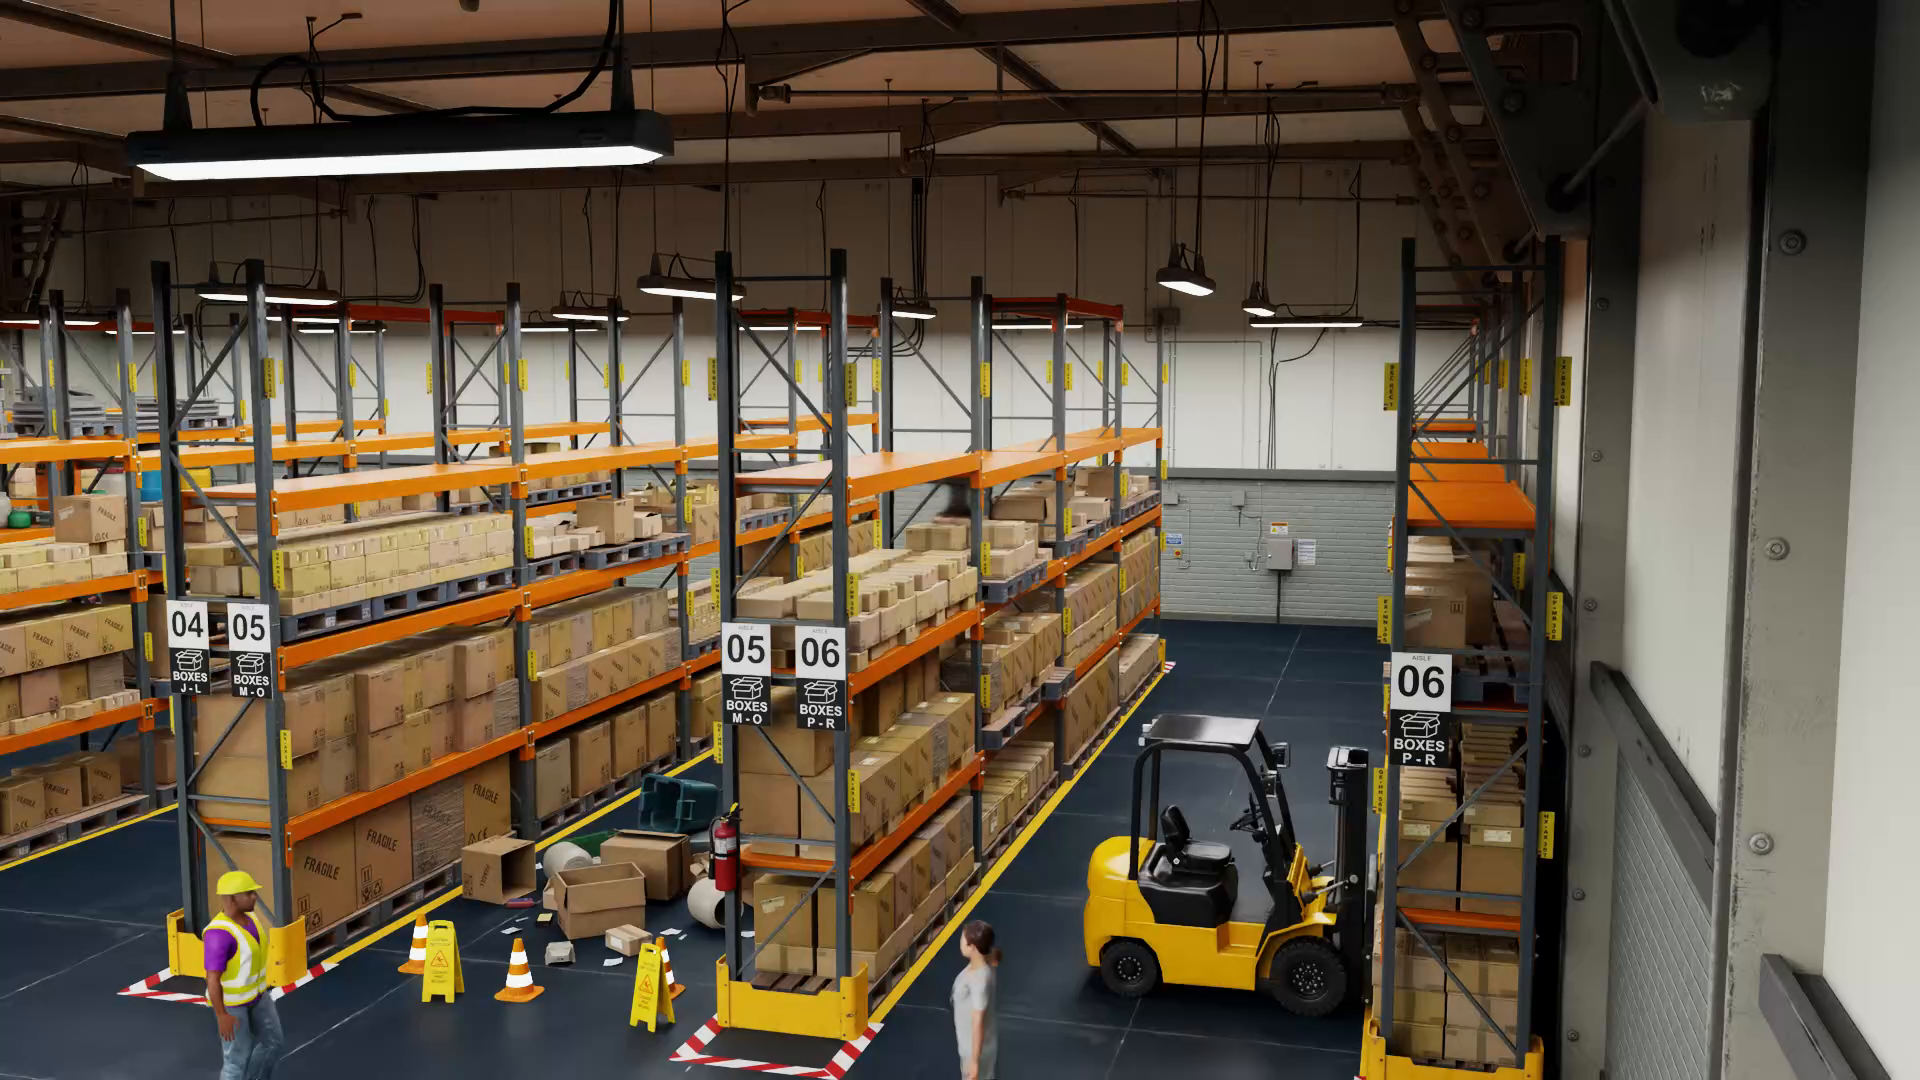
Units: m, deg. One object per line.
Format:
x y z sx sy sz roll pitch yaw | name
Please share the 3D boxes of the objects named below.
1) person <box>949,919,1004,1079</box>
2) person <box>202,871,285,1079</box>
0.118 3.239 10.490 0.375 1.707 0.543 0 6 -2 | person
-4.873 3.135 11.226 0.377 1.809 0.658 1 6 8 | person
